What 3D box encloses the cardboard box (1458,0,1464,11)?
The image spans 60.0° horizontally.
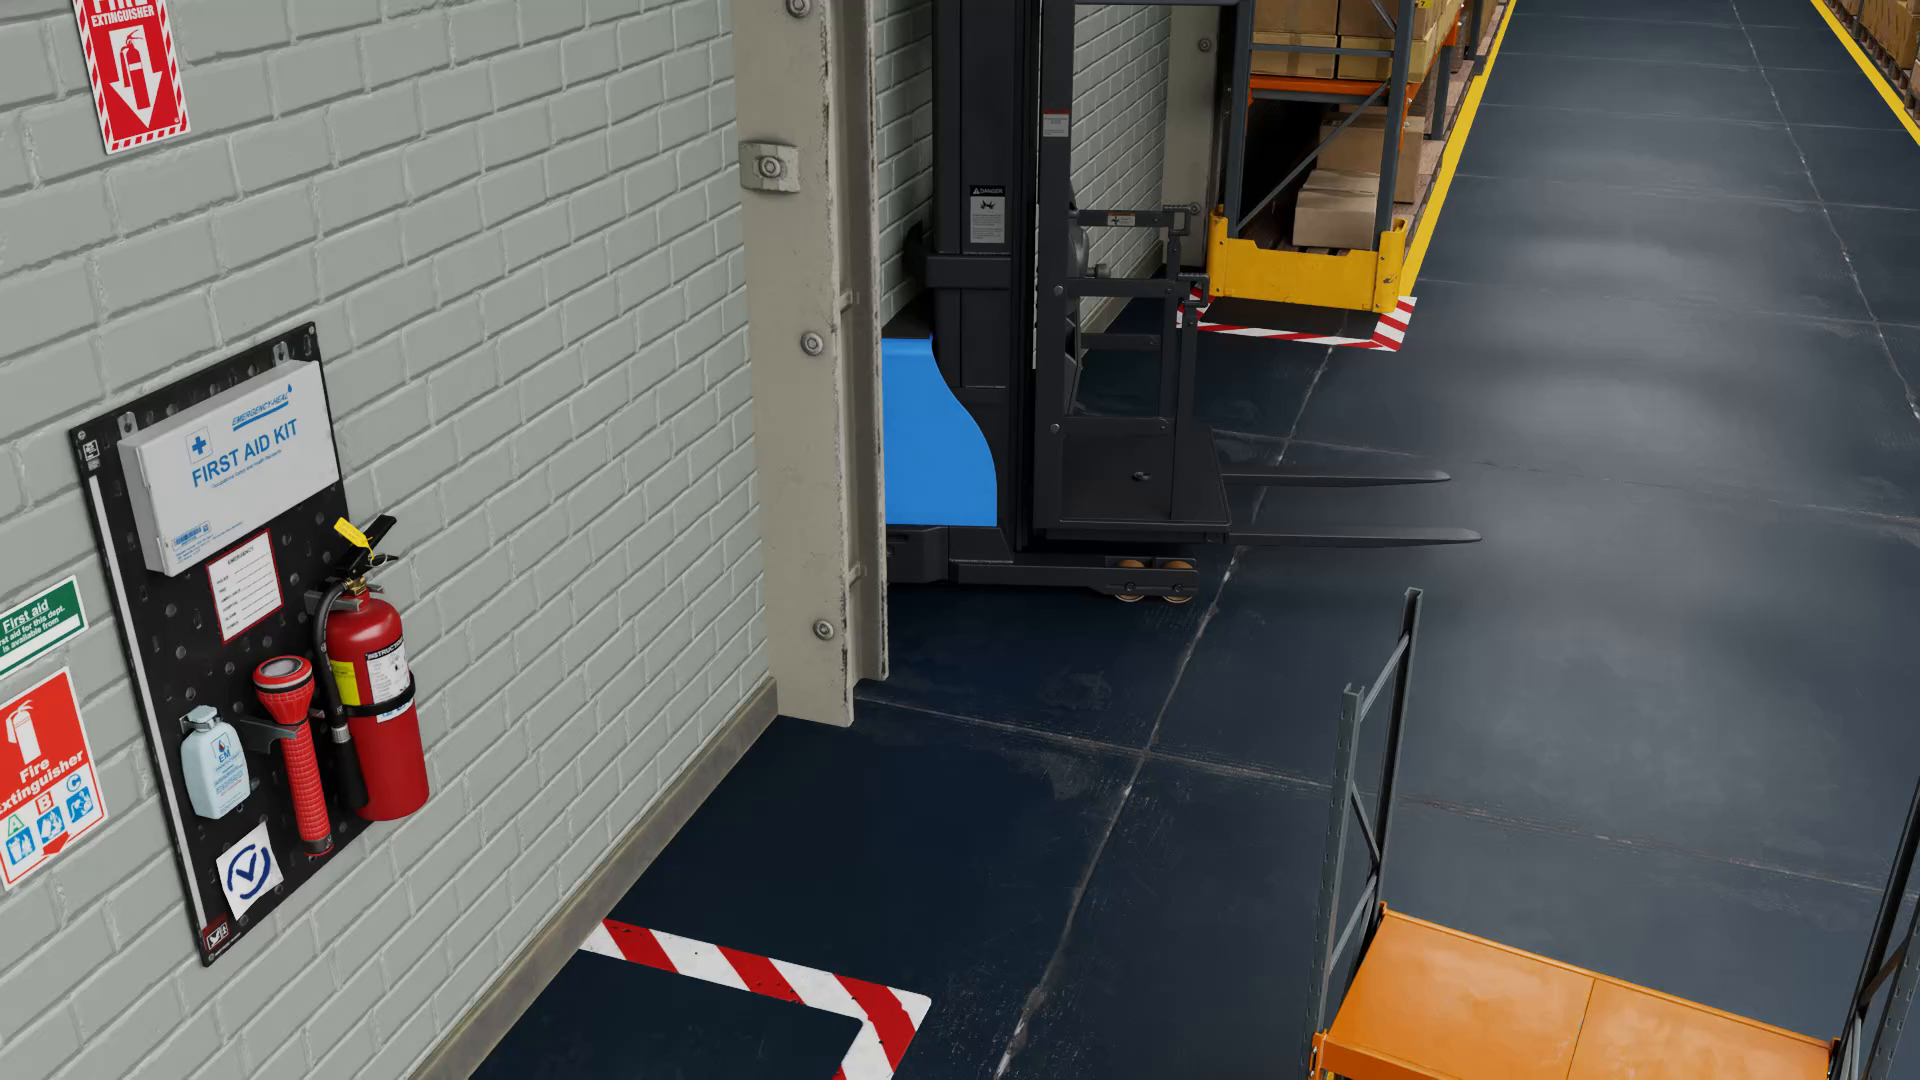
[{"bbox_3d":[3.564,-4.190,12.611,0.500,0.250,0.500,9,27,18],"label":"cardboard box"}]

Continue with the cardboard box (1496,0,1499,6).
[{"bbox_3d":[6.004,-6.710,19.652,0.750,0.750,0.750,9,27,18],"label":"cardboard box"}]

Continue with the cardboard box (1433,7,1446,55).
[{"bbox_3d":[2.901,-3.363,10.903,0.500,0.250,0.500,8,27,17],"label":"cardboard box"}]

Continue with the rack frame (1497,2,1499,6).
[{"bbox_3d":[6.097,-7.775,19.866,1.000,3.000,0.127,9,27,17],"label":"rack frame"}]

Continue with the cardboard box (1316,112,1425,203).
[{"bbox_3d":[2.900,-2.716,11.781,0.700,0.500,0.500,7,27,14],"label":"cardboard box"}]

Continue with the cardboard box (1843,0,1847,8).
[{"bbox_3d":[10.760,-6.411,19.815,0.380,0.149,0.250,9,27,17],"label":"cardboard box"}]

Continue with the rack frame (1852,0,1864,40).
[{"bbox_3d":[10.770,-7.058,18.385,1.000,3.000,0.127,9,27,17],"label":"rack frame"}]

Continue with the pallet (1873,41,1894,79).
[{"bbox_3d":[10.131,-4.960,17.252,1.003,0.211,1.213,9,27,17],"label":"pallet"}]

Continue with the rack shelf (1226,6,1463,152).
[{"bbox_3d":[2.770,-3.341,11.535,1.077,0.370,4.000,9,27,17],"label":"rack shelf"}]

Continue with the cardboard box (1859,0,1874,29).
[{"bbox_3d":[10.379,-5.967,18.496,0.500,0.500,0.500,8,27,15],"label":"cardboard box"}]

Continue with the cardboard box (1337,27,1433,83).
[{"bbox_3d":[2.566,-2.939,10.028,0.500,0.250,0.500,8,27,16],"label":"cardboard box"}]

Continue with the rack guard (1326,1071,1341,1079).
[{"bbox_3d":[0.870,1.438,3.993,0.087,0.250,0.587,13,29,25],"label":"rack guard"}]

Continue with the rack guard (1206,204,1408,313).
[{"bbox_3d":[2.130,-1.750,10.290,1.175,0.500,0.348,9,27,17],"label":"rack guard"}]

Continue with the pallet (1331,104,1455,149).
[{"bbox_3d":[3.693,-3.552,14.344,1.003,0.211,1.213,9,27,17],"label":"pallet"}]

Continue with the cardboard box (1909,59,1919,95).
[{"bbox_3d":[8.988,-4.193,15.141,0.500,0.250,0.500,9,27,17],"label":"cardboard box"}]

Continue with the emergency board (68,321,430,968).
[{"bbox_3d":[-1.334,0.219,3.355,0.194,1.169,0.643,9,27,17],"label":"emergency board"}]

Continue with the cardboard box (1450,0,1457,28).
[{"bbox_3d":[3.237,-3.778,11.759,0.500,0.250,0.500,9,27,17],"label":"cardboard box"}]

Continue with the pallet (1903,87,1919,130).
[{"bbox_3d":[9.128,-3.826,14.911,1.003,0.211,1.213,9,27,17],"label":"pallet"}]

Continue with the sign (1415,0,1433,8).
[{"bbox_3d":[2.616,-3.154,9.329,0.100,0.325,0.005,9,27,17],"label":"sign"}]

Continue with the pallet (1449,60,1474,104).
[{"bbox_3d":[4.505,-4.555,16.415,1.003,0.211,1.213,9,27,17],"label":"pallet"}]

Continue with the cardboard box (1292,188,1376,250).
[{"bbox_3d":[2.419,-2.102,10.731,0.500,0.311,0.500,6,26,12],"label":"cardboard box"}]

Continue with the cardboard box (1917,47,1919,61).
[{"bbox_3d":[8.988,-4.445,15.019,0.500,0.311,0.500,10,27,19],"label":"cardboard box"}]

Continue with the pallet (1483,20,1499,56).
[{"bbox_3d":[5.507,-5.689,18.757,1.003,0.211,1.213,9,27,17],"label":"pallet"}]

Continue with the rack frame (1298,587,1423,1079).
[{"bbox_3d":[0.868,0.875,3.721,0.032,1.500,0.500,13,29,25],"label":"rack frame"}]

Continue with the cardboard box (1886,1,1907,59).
[{"bbox_3d":[9.701,-5.118,16.742,0.500,0.500,0.500,8,27,16],"label":"cardboard box"}]

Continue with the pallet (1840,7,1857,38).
[{"bbox_3d":[11.000,-6.085,19.575,1.003,0.211,1.213,9,27,17],"label":"pallet"}]

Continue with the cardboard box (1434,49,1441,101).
[{"bbox_3d":[3.997,-4.288,15.029,0.700,0.500,0.500,9,27,18],"label":"cardboard box"}]

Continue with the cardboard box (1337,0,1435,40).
[{"bbox_3d":[2.547,-3.275,9.861,0.500,0.500,0.500,9,27,18],"label":"cardboard box"}]

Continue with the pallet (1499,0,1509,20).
[{"bbox_3d":[6.424,-6.821,21.095,1.003,0.211,1.213,9,27,17],"label":"pallet"}]

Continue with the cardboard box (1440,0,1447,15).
[{"bbox_3d":[2.898,-3.688,10.714,0.500,0.500,0.500,8,27,16],"label":"cardboard box"}]

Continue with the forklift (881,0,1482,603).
[{"bbox_3d":[0.627,-1.304,6.579,3.031,2.935,1.130,1,26,3],"label":"forklift"}]

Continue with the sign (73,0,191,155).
[{"bbox_3d":[-1.430,-0.835,2.873,0.001,0.298,0.199,9,27,17],"label":"sign"}]

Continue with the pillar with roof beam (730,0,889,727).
[{"bbox_3d":[3.584,-2.867,2.844,9.100,9.000,0.400,9,27,17],"label":"pillar with roof beam"}]

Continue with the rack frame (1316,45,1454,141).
[{"bbox_3d":[3.435,-4.487,13.076,1.000,3.000,0.127,9,27,17],"label":"rack frame"}]

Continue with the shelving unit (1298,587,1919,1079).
[{"bbox_3d":[1.309,0.978,3.509,1.083,1.500,0.587,13,29,25],"label":"shelving unit"}]

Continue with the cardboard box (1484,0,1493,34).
[{"bbox_3d":[5.432,-5.995,18.174,0.750,0.750,0.750,9,27,17],"label":"cardboard box"}]

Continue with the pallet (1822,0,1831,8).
[{"bbox_3d":[11.811,-7.087,21.646,1.003,0.211,1.213,9,27,17],"label":"pallet"}]

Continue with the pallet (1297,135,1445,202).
[{"bbox_3d":[3.245,-2.951,13.103,1.003,0.211,1.213,9,27,17],"label":"pallet"}]

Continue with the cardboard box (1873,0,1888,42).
[{"bbox_3d":[10.039,-5.542,17.618,0.500,0.500,0.500,9,27,18],"label":"cardboard box"}]
